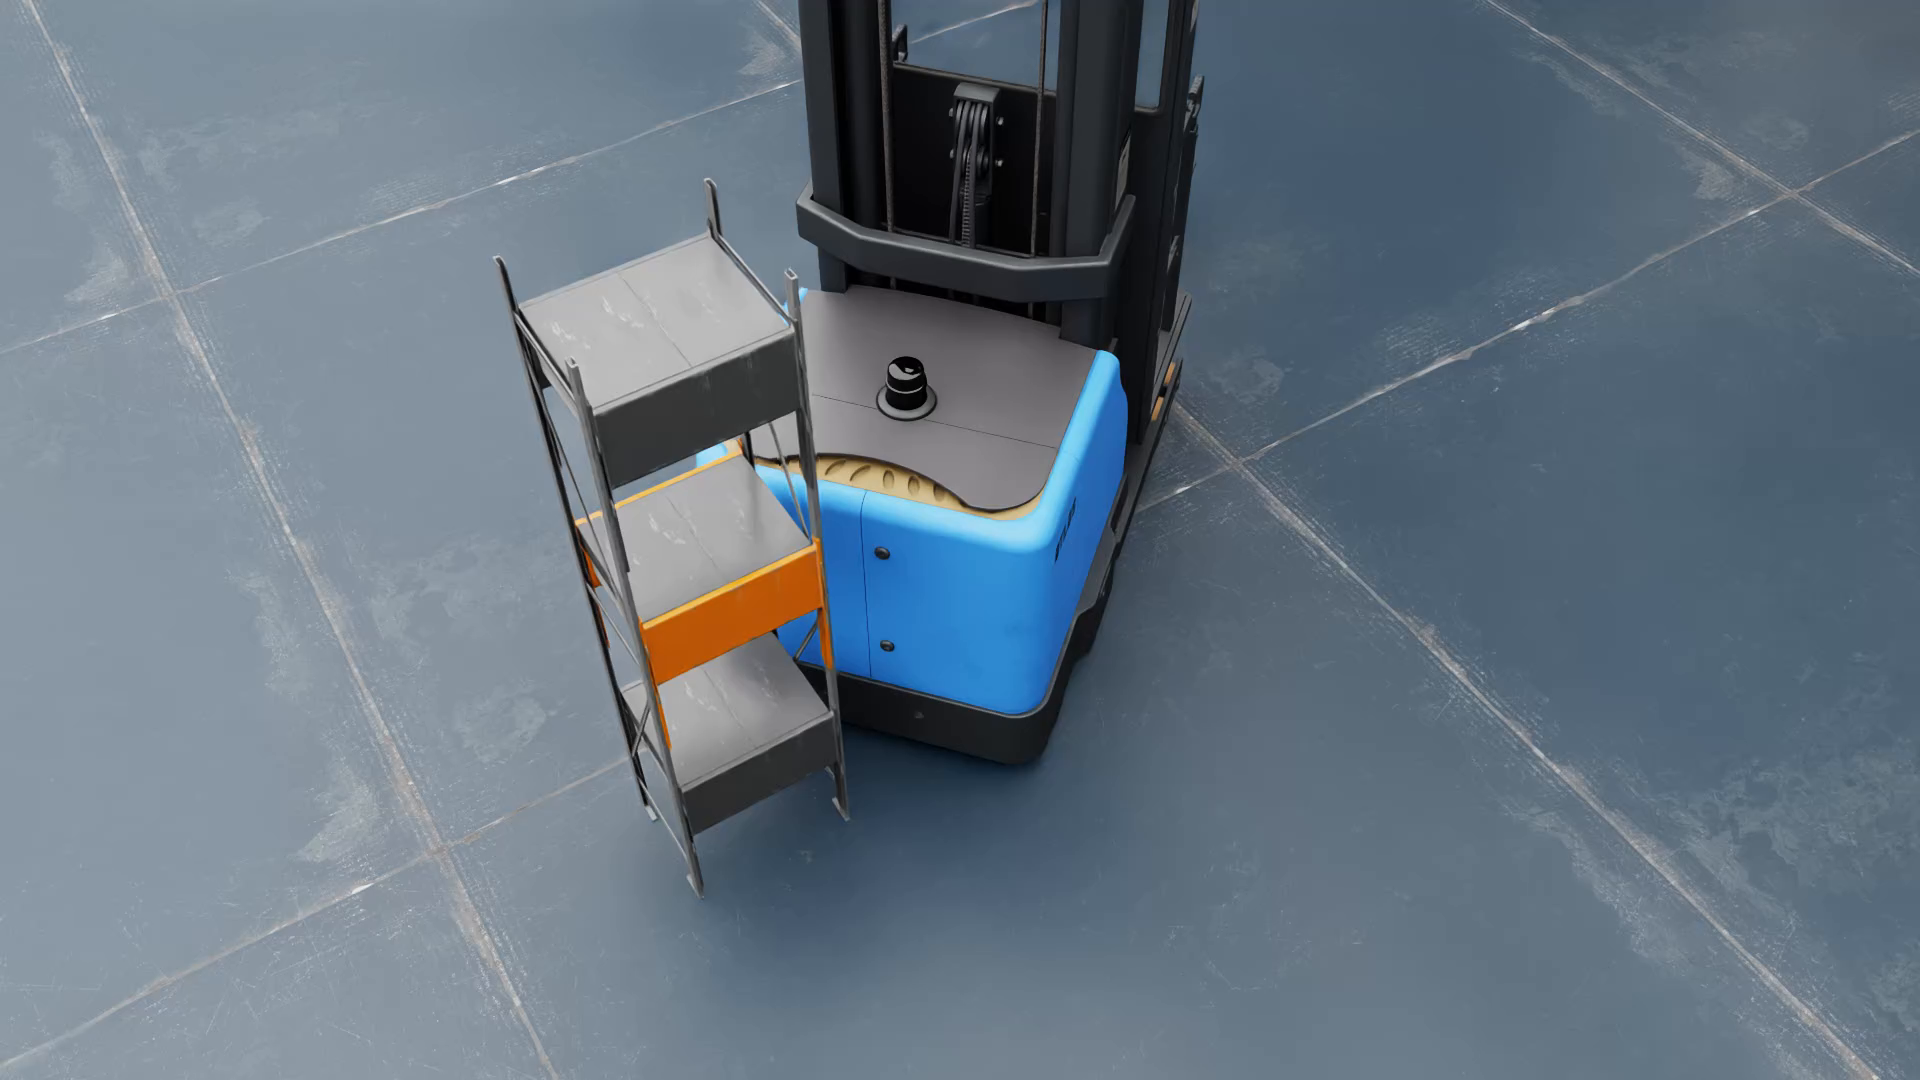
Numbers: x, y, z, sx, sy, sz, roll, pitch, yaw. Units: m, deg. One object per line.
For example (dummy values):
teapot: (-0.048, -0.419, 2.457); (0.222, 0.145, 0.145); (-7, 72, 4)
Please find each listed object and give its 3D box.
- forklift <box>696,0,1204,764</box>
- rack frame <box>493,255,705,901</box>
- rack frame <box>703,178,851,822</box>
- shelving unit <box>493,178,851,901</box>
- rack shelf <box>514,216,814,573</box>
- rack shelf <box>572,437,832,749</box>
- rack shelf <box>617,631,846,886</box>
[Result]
forklift: (0.190, -1.422, 5.054); (1.130, 2.935, 3.031); (13, 50, 12)
rack frame: (-0.856, 0.225, 4.141); (0.015, 2.100, 0.400); (-26, 54, -21)
rack frame: (-0.445, 0.027, 4.313); (0.015, 2.100, 0.400); (-26, 54, -21)
shelving unit: (-0.650, 0.126, 4.227); (0.503, 2.100, 0.431); (-26, 54, -21)
rack shelf: (-0.652, -0.325, 3.709); (0.480, 0.518, 0.431); (-26, 54, -21)
rack shelf: (-0.650, 0.135, 4.237); (0.480, 0.518, 0.431); (-26, 54, -21)
rack shelf: (-0.649, 0.595, 4.765); (0.480, 0.518, 0.431); (-26, 54, -21)
